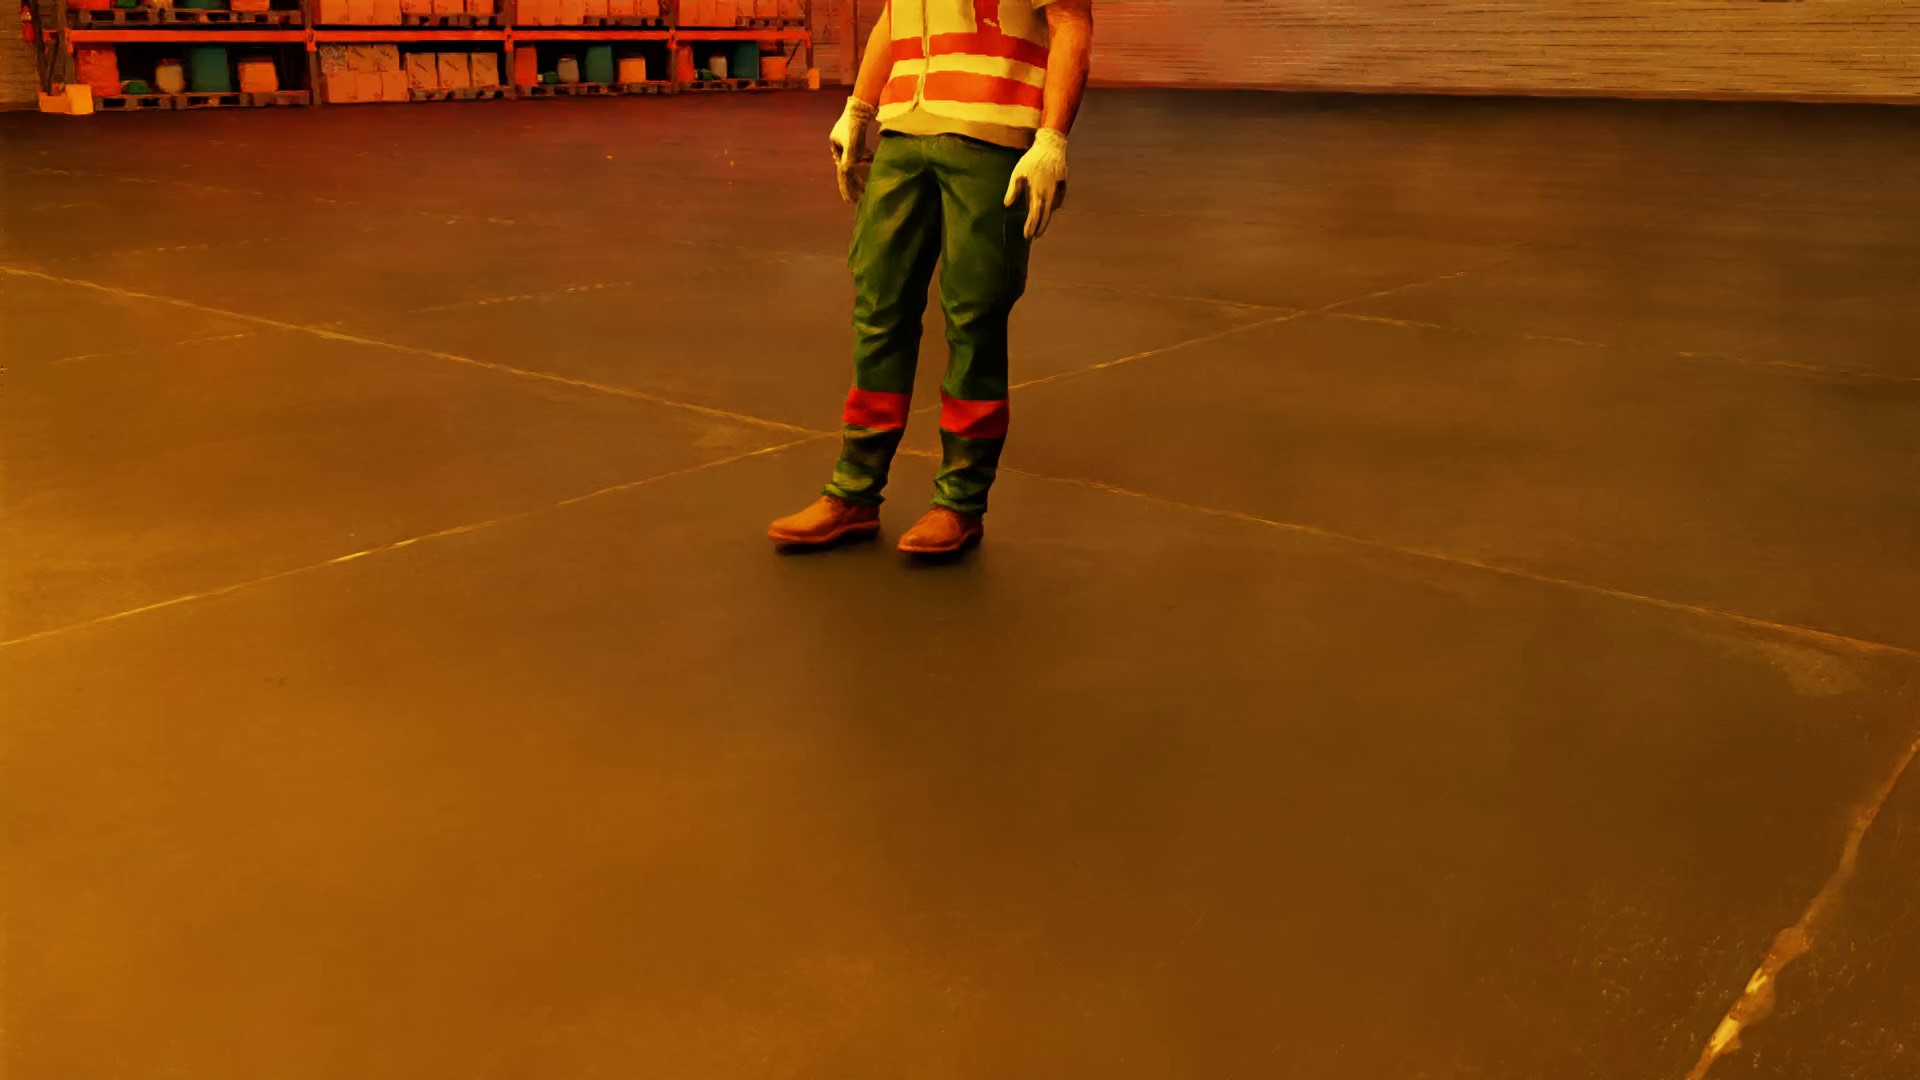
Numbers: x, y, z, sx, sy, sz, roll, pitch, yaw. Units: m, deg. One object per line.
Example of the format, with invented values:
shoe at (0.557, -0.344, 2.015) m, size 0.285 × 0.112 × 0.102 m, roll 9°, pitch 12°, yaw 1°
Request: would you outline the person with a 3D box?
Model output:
person at (-0.060, -0.847, 3.627) m, size 0.637 × 1.787 × 0.563 m, roll 13°, pitch 21°, yaw 37°
